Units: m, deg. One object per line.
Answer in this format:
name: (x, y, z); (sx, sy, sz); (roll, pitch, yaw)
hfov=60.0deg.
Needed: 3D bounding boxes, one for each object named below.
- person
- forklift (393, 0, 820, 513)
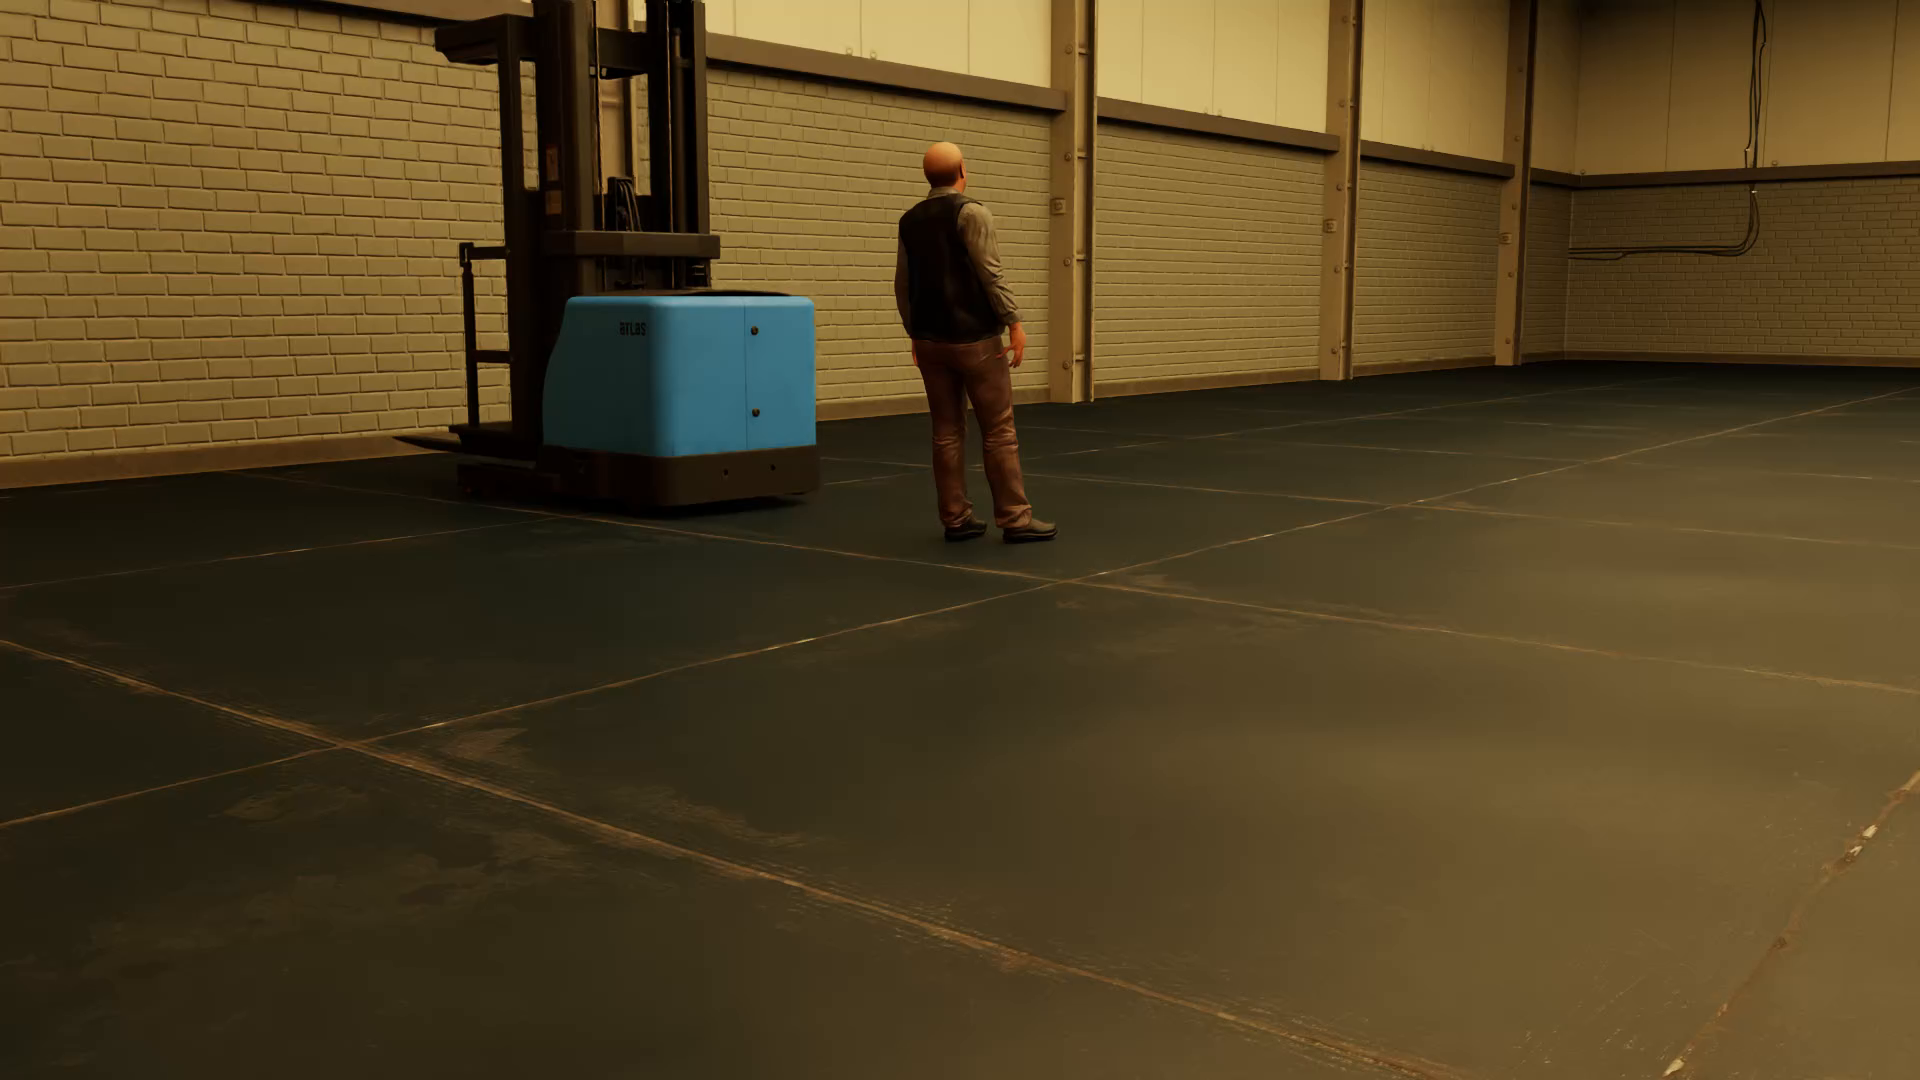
person: (0.045, -0.866, 7.322); (0.633, 1.721, 0.568); (7, 11, 38)
forklift: (-2.144, -1.741, 9.177); (3.031, 2.935, 1.130); (8, 12, 43)
